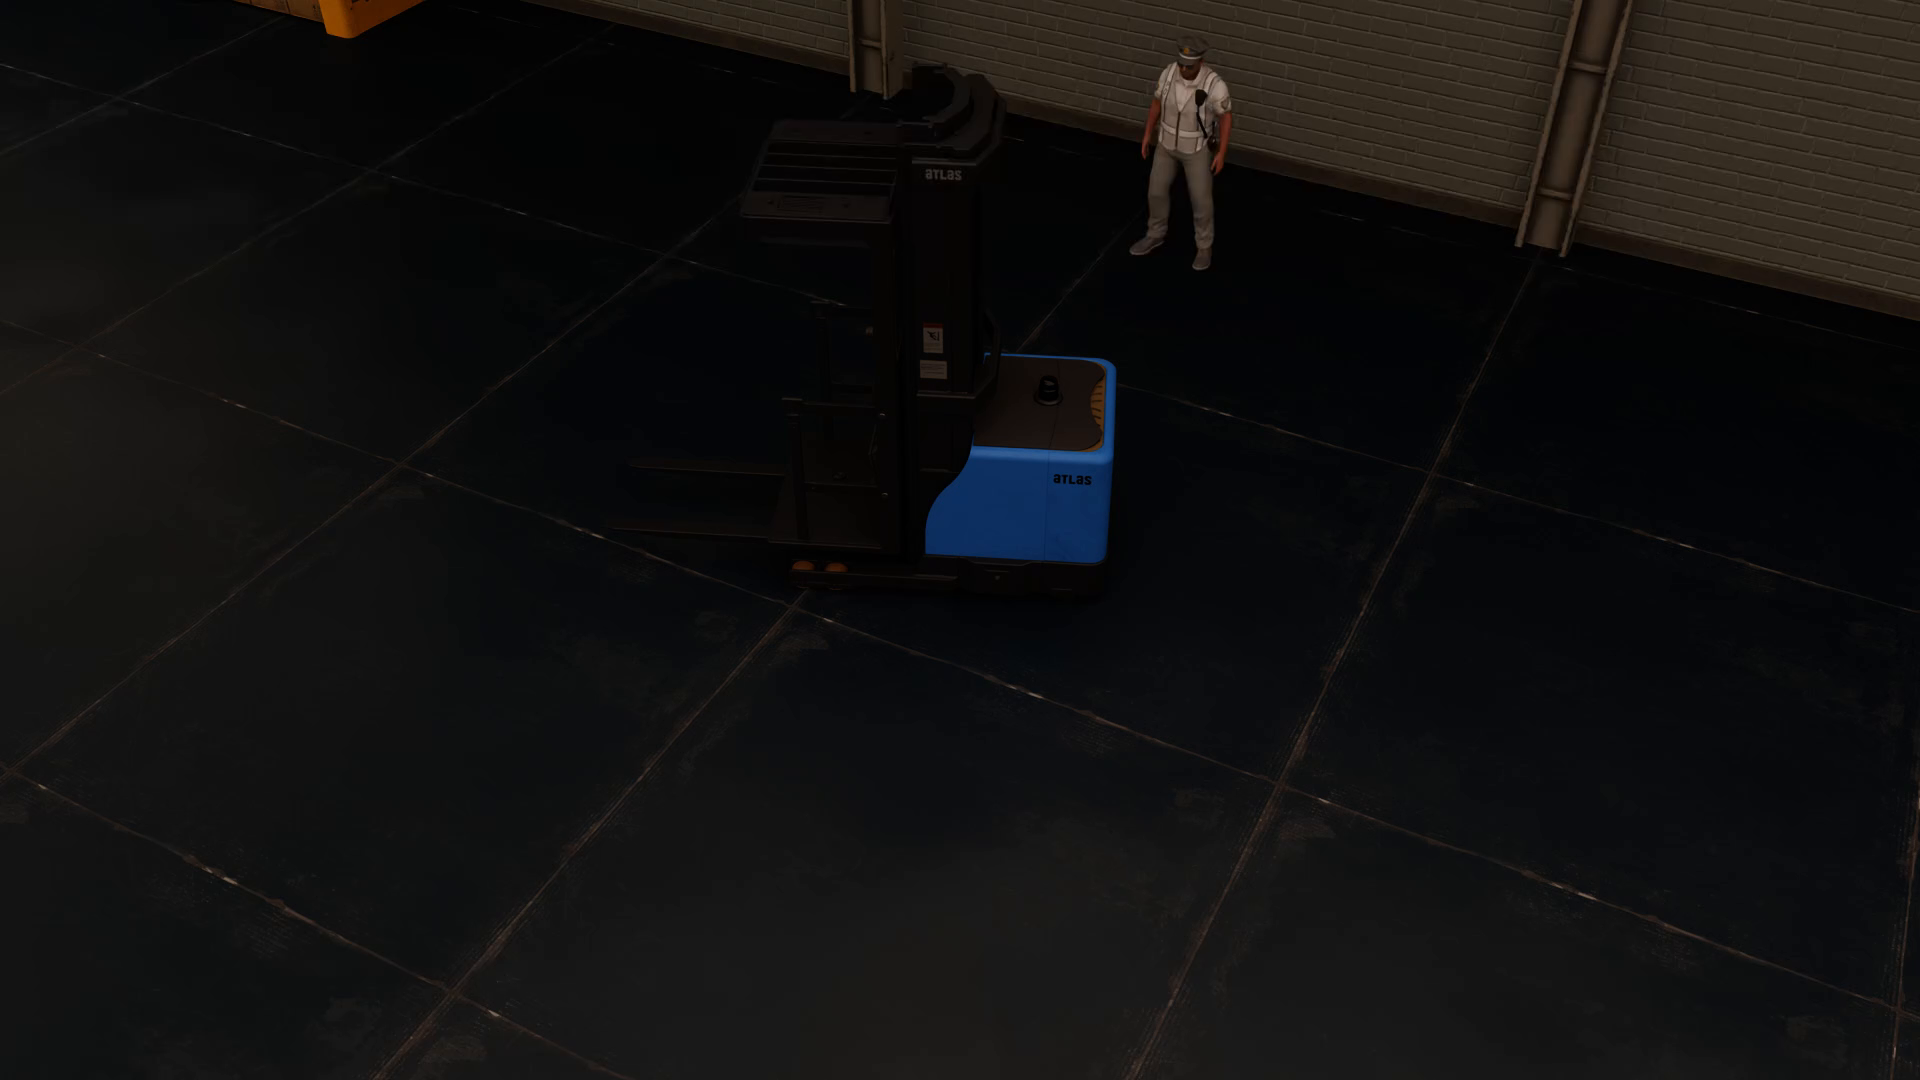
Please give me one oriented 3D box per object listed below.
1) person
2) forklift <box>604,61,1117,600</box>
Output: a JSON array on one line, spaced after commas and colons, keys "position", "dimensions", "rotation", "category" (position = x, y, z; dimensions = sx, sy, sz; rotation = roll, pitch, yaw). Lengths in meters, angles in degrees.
[{"position": [1.671, -2.917, 12.370], "dimensions": [0.663, 1.752, 0.465], "rotation": [20, 44, 22], "category": "person"}, {"position": [-0.606, -1.157, 9.360], "dimensions": [3.031, 2.935, 1.130], "rotation": [3, 40, 4], "category": "forklift"}]
